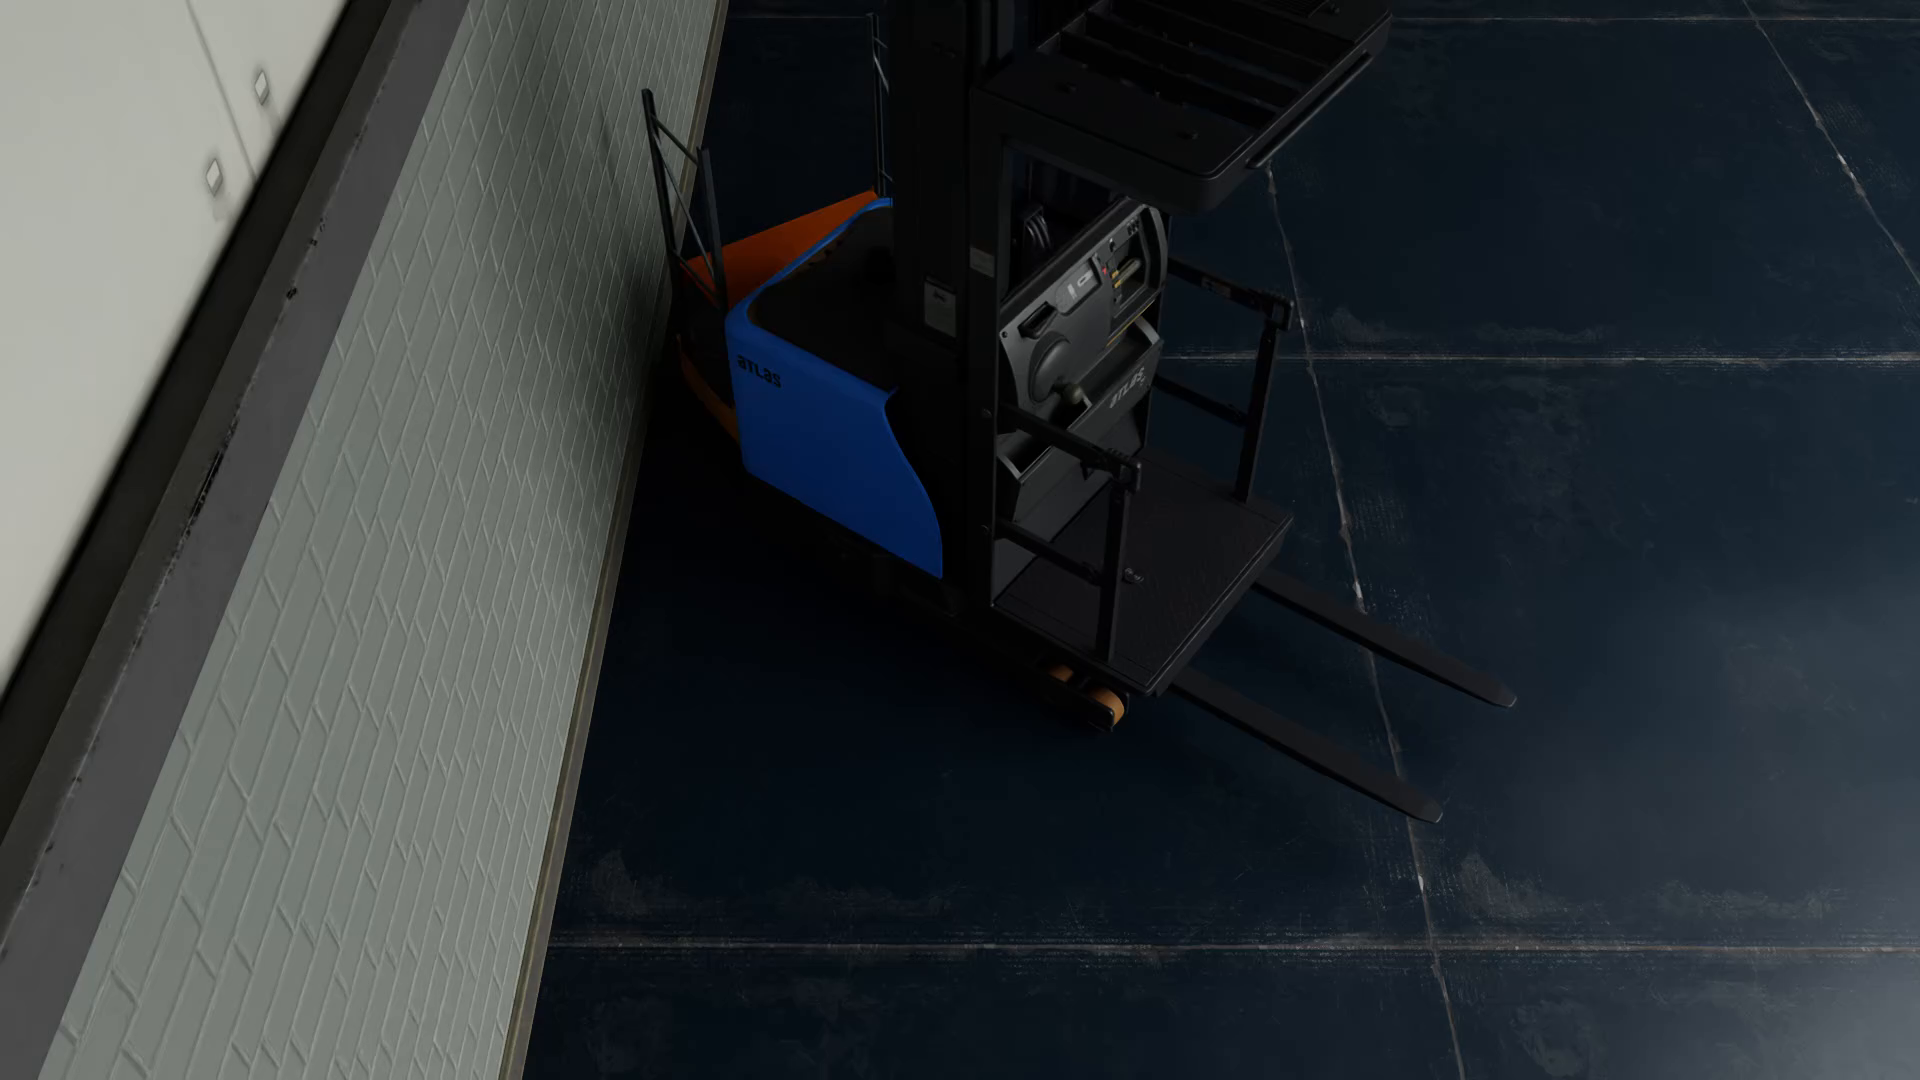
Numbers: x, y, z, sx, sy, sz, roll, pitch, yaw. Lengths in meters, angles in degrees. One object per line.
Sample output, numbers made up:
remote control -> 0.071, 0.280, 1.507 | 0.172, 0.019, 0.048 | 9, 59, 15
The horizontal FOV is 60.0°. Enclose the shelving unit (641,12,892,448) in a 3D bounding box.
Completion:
shelving unit -> -0.646, -1.284, 7.001 | 1.083, 1.500, 0.587 | -26, 52, -22

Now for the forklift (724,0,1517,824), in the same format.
forklift -> 0.594, -0.741, 5.518 | 3.031, 2.935, 1.130 | 28, 53, 24

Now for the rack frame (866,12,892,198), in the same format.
rack frame -> -0.232, -1.487, 7.190 | 0.032, 1.500, 0.500 | -26, 52, -22

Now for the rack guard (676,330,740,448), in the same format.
rack guard -> -1.059, -0.655, 7.269 | 0.087, 0.250, 0.587 | -26, 52, -22

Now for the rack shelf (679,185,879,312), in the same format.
rack shelf -> -0.654, -1.157, 7.129 | 1.000, 0.185, 0.538 | -26, 52, -22

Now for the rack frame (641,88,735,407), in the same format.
rack frame -> -1.076, -1.072, 6.804 | 0.032, 1.500, 0.500 | -26, 52, -22
